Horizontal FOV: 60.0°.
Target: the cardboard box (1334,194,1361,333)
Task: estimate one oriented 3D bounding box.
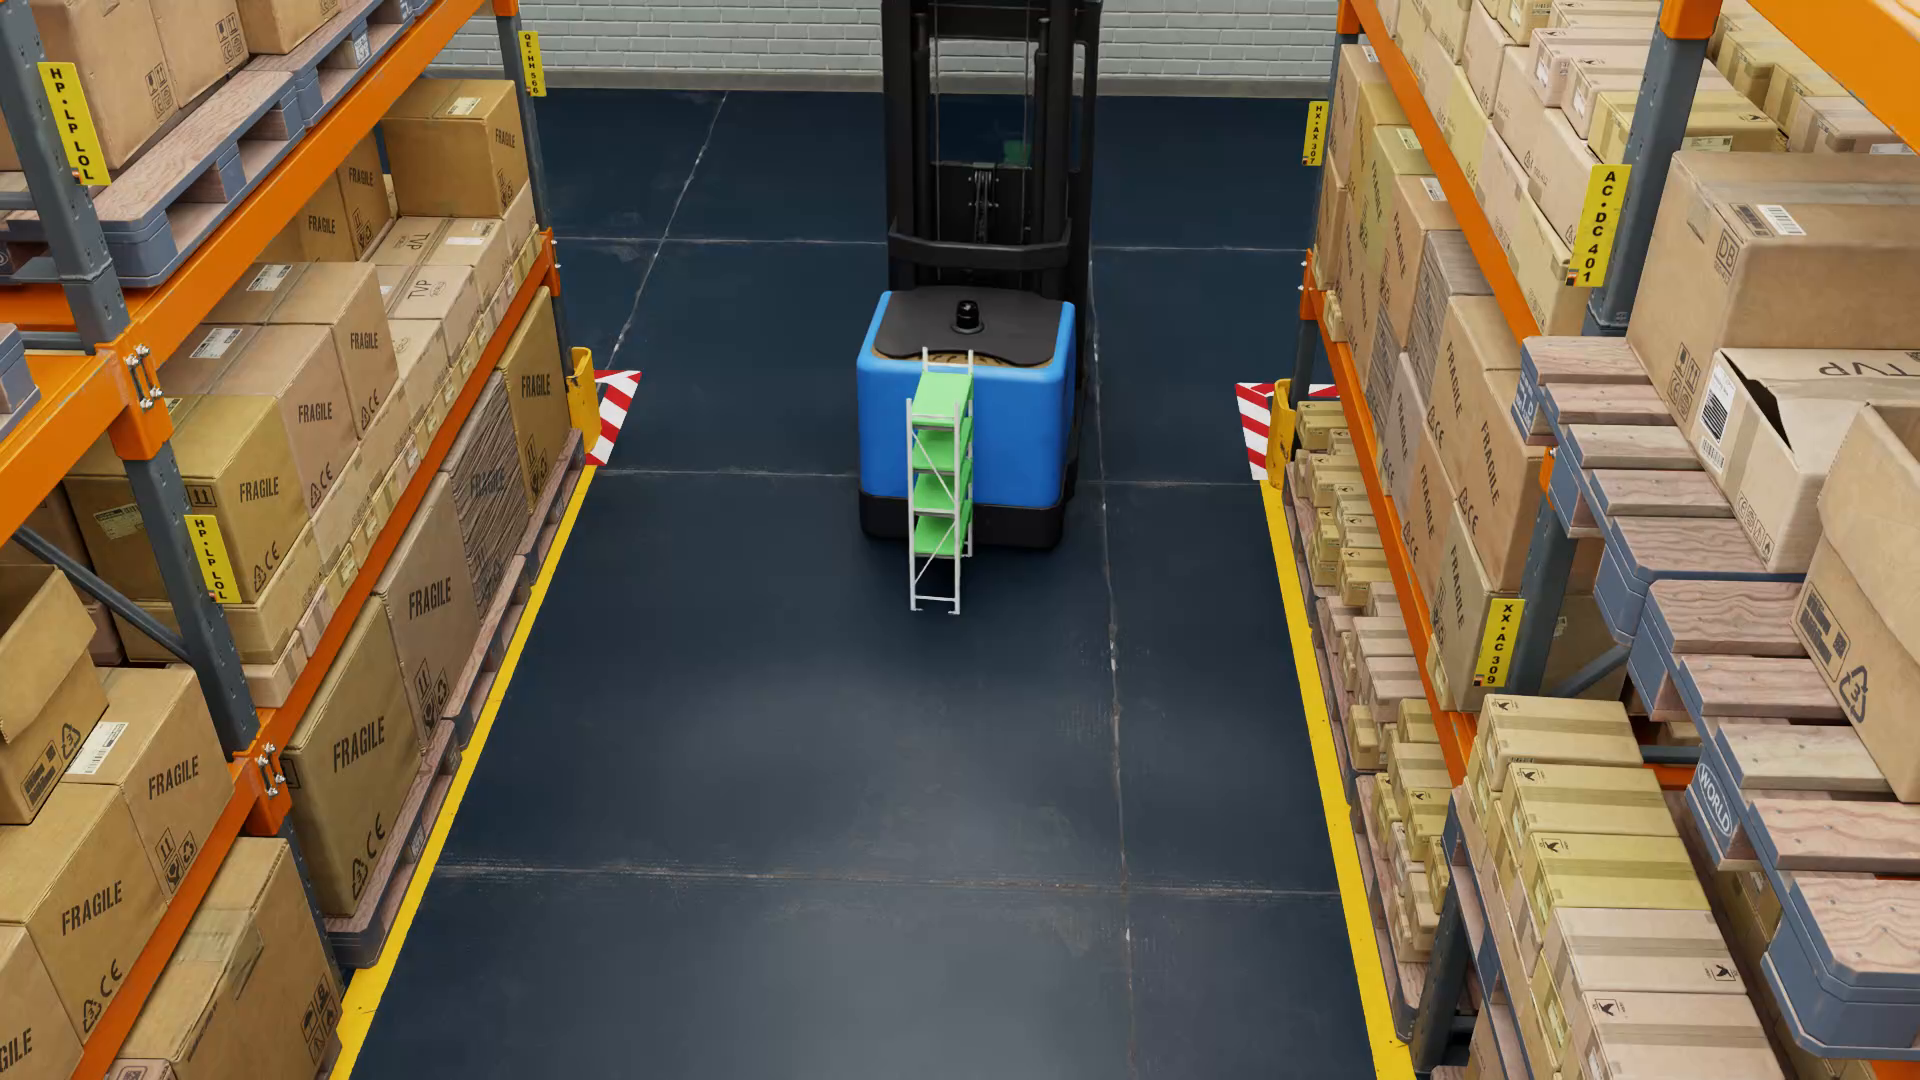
[{"bbox_3d":[2.003,-1.234,7.497,0.500,0.500,0.500,1,35,2],"label":"cardboard box"}]

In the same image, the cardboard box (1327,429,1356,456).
[{"bbox_3d":[2.042,-0.425,8.289,0.380,0.149,0.250,2,35,3],"label":"cardboard box"}]

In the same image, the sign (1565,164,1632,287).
[{"bbox_3d":[1.590,-0.779,4.138,0.100,0.325,0.005,1,35,2],"label":"sign"}]

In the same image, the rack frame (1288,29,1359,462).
[{"bbox_3d":[2.293,-1.631,8.407,1.000,3.000,0.127,1,35,2],"label":"rack frame"}]

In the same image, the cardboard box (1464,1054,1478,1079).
[{"bbox_3d":[1.838,1.937,5.140,0.500,0.500,0.500,3,35,4],"label":"cardboard box"}]

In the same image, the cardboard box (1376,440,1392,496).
[{"bbox_3d":[1.901,-0.299,6.731,0.380,0.149,0.250,2,35,3],"label":"cardboard box"}]

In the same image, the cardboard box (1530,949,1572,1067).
[{"bbox_3d":[1.629,1.139,4.061,0.380,0.149,0.250,0,35,0],"label":"cardboard box"}]

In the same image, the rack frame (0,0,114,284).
[{"bbox_3d":[-2.819,-1.960,3.658,1.000,3.000,0.127,1,35,2],"label":"rack frame"}]

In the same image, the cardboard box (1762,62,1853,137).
[{"bbox_3d":[2.430,-1.183,4.511,0.380,0.149,0.250,0,35,0],"label":"cardboard box"}]

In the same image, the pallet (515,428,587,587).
[{"bbox_3d":[-2.613,-0.201,8.799,1.003,0.211,1.213,1,35,2],"label":"pallet"}]

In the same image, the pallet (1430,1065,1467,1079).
[{"bbox_3d":[2.103,2.256,5.303,1.003,0.211,1.213,1,35,2],"label":"pallet"}]

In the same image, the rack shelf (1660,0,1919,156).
[{"bbox_3d":[2.052,-0.180,2.099,1.077,0.370,4.000,1,35,2],"label":"rack shelf"}]

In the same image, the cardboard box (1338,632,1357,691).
[{"bbox_3d":[1.904,0.547,7.423,0.380,0.149,0.250,1,35,2],"label":"cardboard box"}]

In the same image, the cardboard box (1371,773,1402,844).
[{"bbox_3d":[1.819,1.042,6.460,0.380,0.149,0.250,0,35,0],"label":"cardboard box"}]

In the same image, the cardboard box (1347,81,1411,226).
[{"bbox_3d":[1.996,-1.661,7.235,0.500,0.500,0.500,2,35,3],"label":"cardboard box"}]

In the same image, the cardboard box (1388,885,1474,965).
[{"bbox_3d":[1.808,1.429,6.168,0.380,0.149,0.250,2,35,2],"label":"cardboard box"}]

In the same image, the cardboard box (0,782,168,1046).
[{"bbox_3d":[-2.592,1.013,4.559,0.500,0.500,0.500,2,35,3],"label":"cardboard box"}]

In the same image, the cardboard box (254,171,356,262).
[{"bbox_3d":[-2.983,-1.316,7.179,0.500,0.500,0.500,0,35,1],"label":"cardboard box"}]

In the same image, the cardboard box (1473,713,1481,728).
[{"bbox_3d":[1.910,0.601,5.451,0.380,0.149,0.250,1,35,1],"label":"cardboard box"}]

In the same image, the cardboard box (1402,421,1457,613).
[{"bbox_3d":[1.892,-0.078,5.852,0.500,0.500,0.500,0,35,1],"label":"cardboard box"}]

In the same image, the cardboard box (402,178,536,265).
[{"bbox_3d":[-2.413,-1.579,8.206,0.500,0.250,0.500,1,35,1],"label":"cardboard box"}]

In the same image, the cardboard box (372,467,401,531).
[{"bbox_3d":[-2.436,-0.165,6.540,0.380,0.149,0.250,1,35,1],"label":"cardboard box"}]

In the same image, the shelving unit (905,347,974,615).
[{"bbox_3d":[-0.090,-0.276,8.045,0.258,1.200,0.503,4,35,6],"label":"shelving unit"}]

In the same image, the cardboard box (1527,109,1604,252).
[{"bbox_3d":[1.897,-0.974,4.560,0.500,0.250,0.500,0,35,0],"label":"cardboard box"}]

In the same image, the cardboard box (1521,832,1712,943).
[{"bbox_3d":[1.639,0.878,4.173,0.380,0.149,0.250,2,35,2],"label":"cardboard box"}]

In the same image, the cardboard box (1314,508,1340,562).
[{"bbox_3d":[1.908,-0.019,7.970,0.380,0.149,0.250,2,35,3],"label":"cardboard box"}]

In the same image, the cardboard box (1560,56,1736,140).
[{"bbox_3d":[1.873,-1.204,4.541,0.380,0.149,0.250,2,35,3],"label":"cardboard box"}]

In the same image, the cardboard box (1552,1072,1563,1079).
[{"bbox_3d":[1.617,1.408,3.938,0.380,0.149,0.250,0,35,0],"label":"cardboard box"}]

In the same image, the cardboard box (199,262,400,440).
[{"bbox_3d":[-2.501,-0.723,6.336,0.500,0.500,0.500,0,35,0],"label":"cardboard box"}]

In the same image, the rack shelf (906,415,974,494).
[{"bbox_3d":[-0.090,-0.420,7.943,0.258,0.148,0.480,4,35,6],"label":"rack shelf"}]

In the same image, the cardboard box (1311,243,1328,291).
[{"bbox_3d":[1.953,-1.349,8.225,0.380,0.149,0.250,1,35,2],"label":"cardboard box"}]

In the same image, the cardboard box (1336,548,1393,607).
[{"bbox_3d":[1.900,0.170,7.442,0.380,0.149,0.250,2,35,3],"label":"cardboard box"}]

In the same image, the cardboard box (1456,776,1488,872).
[{"bbox_3d":[1.657,0.814,4.782,0.380,0.149,0.250,0,35,0],"label":"cardboard box"}]

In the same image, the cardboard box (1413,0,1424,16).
[{"bbox_3d":[1.964,-2.165,6.254,0.500,0.250,0.500,2,35,2],"label":"cardboard box"}]

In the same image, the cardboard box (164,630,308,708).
[{"bbox_3d":[-2.475,0.435,5.686,0.380,0.149,0.250,1,35,2],"label":"cardboard box"}]

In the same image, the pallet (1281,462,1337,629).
[{"bbox_3d":[2.222,0.020,8.484,1.003,0.211,1.213,1,35,2],"label":"pallet"}]

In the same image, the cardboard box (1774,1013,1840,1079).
[{"bbox_3d":[2.282,1.268,4.137,0.380,0.149,0.250,0,35,-1],"label":"cardboard box"}]

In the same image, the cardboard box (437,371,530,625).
[{"bbox_3d":[-2.641,-0.213,7.873,0.875,0.875,0.875,1,35,2],"label":"cardboard box"}]

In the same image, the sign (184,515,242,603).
[{"bbox_3d":[-2.277,0.060,5.063,0.100,0.325,0.005,1,35,2],"label":"sign"}]

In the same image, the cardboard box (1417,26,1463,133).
[{"bbox_3d":[1.955,-1.650,5.956,0.500,0.250,0.500,1,35,2],"label":"cardboard box"}]

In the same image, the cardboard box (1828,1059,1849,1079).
[{"bbox_3d":[2.285,1.161,4.030,0.380,0.149,0.250,0,35,0],"label":"cardboard box"}]

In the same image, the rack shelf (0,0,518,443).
[{"bbox_3d":[-2.739,-1.587,6.362,1.077,0.370,4.000,1,35,2],"label":"rack shelf"}]

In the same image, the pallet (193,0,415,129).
[{"bbox_3d":[-2.724,-1.865,6.209,1.003,0.211,1.213,1,35,2],"label":"pallet"}]

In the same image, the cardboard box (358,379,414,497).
[{"bbox_3d":[-2.499,-0.413,6.546,0.500,0.250,0.500,2,35,3],"label":"cardboard box"}]

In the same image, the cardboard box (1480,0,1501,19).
[{"bbox_3d":[1.898,-1.796,5.382,0.380,0.149,0.250,1,35,2],"label":"cardboard box"}]

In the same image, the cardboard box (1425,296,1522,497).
[{"bbox_3d":[1.897,-0.478,5.551,0.500,0.500,0.500,0,35,0],"label":"cardboard box"}]

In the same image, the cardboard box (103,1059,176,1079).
[{"bbox_3d":[-2.860,2.074,4.619,1.225,0.875,0.875,0,35,0],"label":"cardboard box"}]

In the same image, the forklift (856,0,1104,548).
[{"bbox_3d":[0.185,-1.995,8.986,1.130,2.935,3.031,4,35,6],"label":"forklift"}]

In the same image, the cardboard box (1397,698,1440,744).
[{"bbox_3d":[1.949,0.770,6.588,0.380,0.149,0.250,2,35,3],"label":"cardboard box"}]

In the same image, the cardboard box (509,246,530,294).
[{"bbox_3d":[-2.353,-1.339,8.211,0.380,0.149,0.250,2,35,2],"label":"cardboard box"}]

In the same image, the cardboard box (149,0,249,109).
[{"bbox_3d":[-2.822,-1.746,5.423,0.700,0.500,0.500,3,35,4],"label":"cardboard box"}]

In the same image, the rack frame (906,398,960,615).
[{"bbox_3d":[-0.122,-0.137,7.847,0.240,1.200,0.015,4,35,6],"label":"rack frame"}]

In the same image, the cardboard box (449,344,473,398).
[{"bbox_3d":[-2.393,-0.752,7.376,0.380,0.149,0.250,1,35,2],"label":"cardboard box"}]
